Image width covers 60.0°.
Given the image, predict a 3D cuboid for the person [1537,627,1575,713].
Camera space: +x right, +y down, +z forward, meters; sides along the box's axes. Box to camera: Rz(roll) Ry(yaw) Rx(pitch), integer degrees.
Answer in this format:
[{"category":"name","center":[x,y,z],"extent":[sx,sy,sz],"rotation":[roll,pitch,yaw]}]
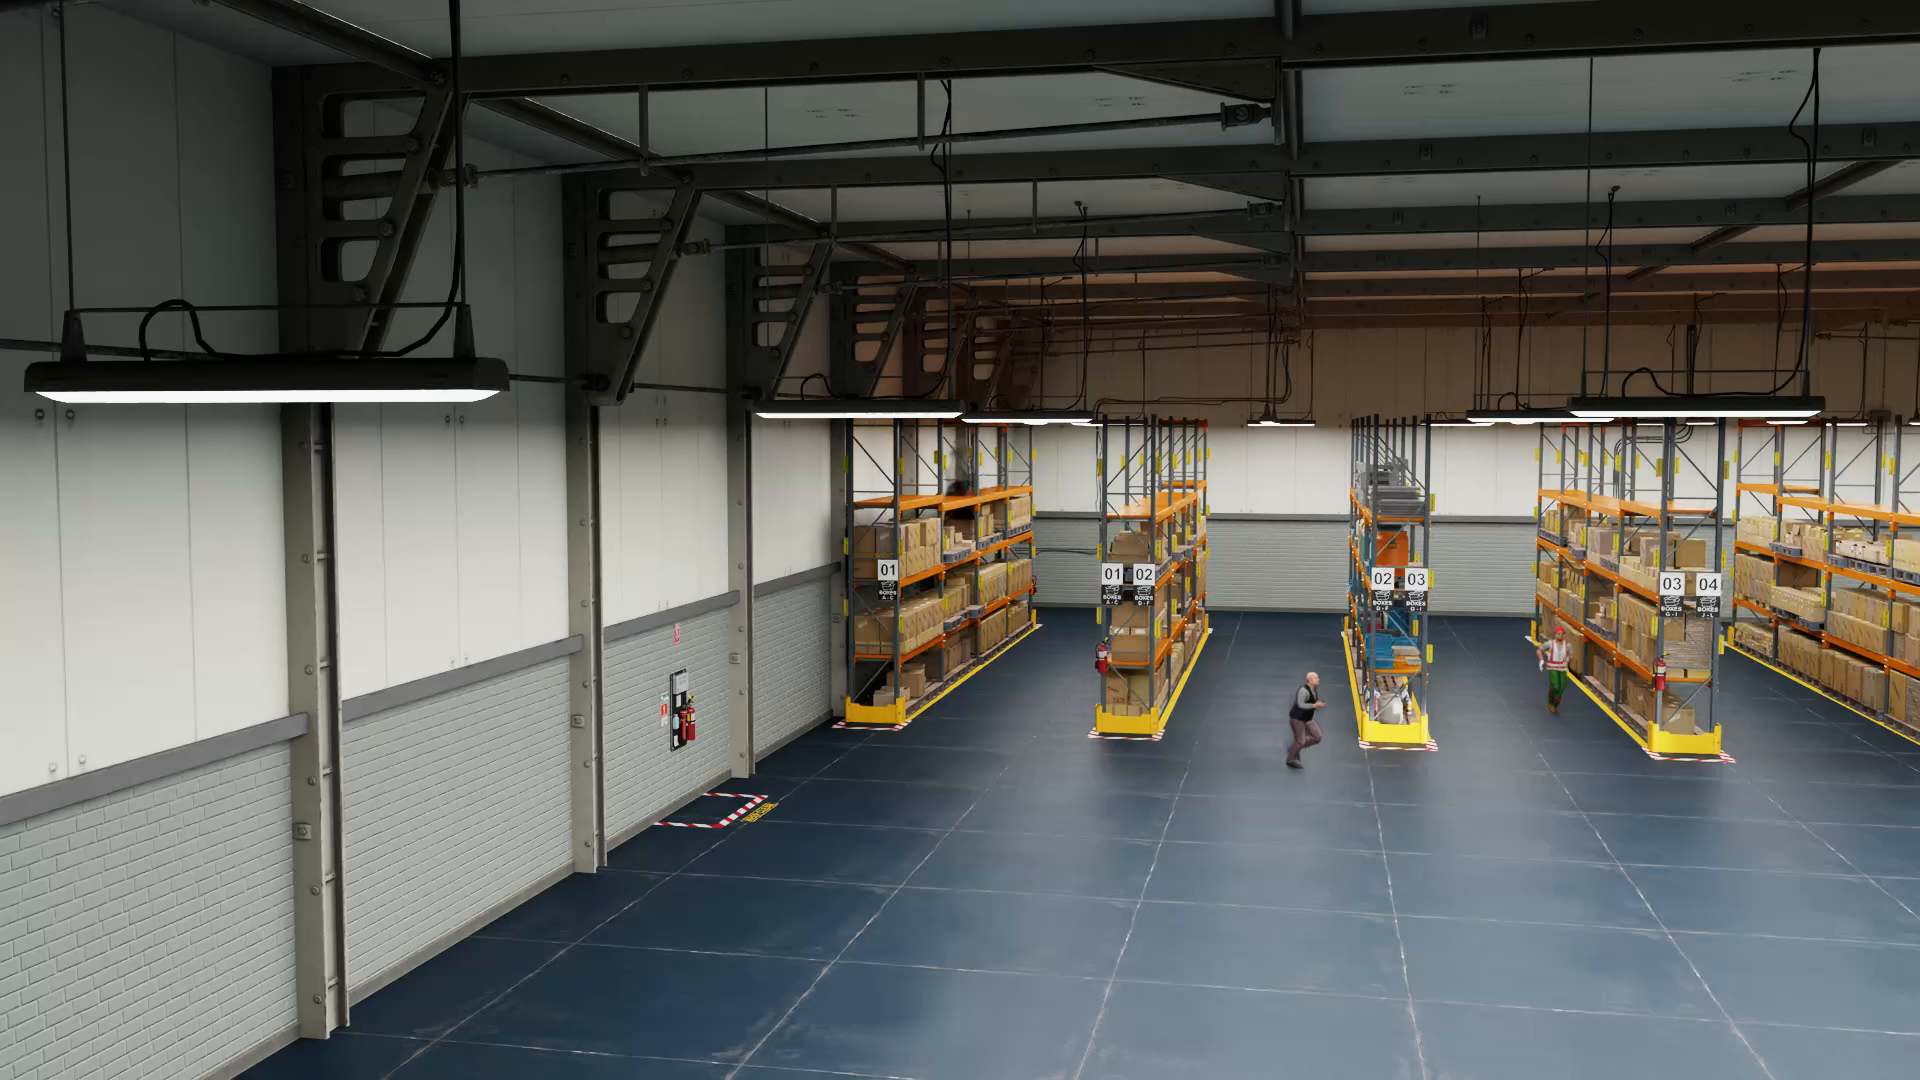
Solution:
[{"category":"person","center":[11.966,2.614,33.268],"extent":[0.652,1.752,0.641],"rotation":[0,4,0]}]

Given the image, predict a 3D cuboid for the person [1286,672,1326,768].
[{"category":"person","center":[5.826,3.037,27.974],"extent":[0.752,1.656,0.647],"rotation":[3,5,40]}]
